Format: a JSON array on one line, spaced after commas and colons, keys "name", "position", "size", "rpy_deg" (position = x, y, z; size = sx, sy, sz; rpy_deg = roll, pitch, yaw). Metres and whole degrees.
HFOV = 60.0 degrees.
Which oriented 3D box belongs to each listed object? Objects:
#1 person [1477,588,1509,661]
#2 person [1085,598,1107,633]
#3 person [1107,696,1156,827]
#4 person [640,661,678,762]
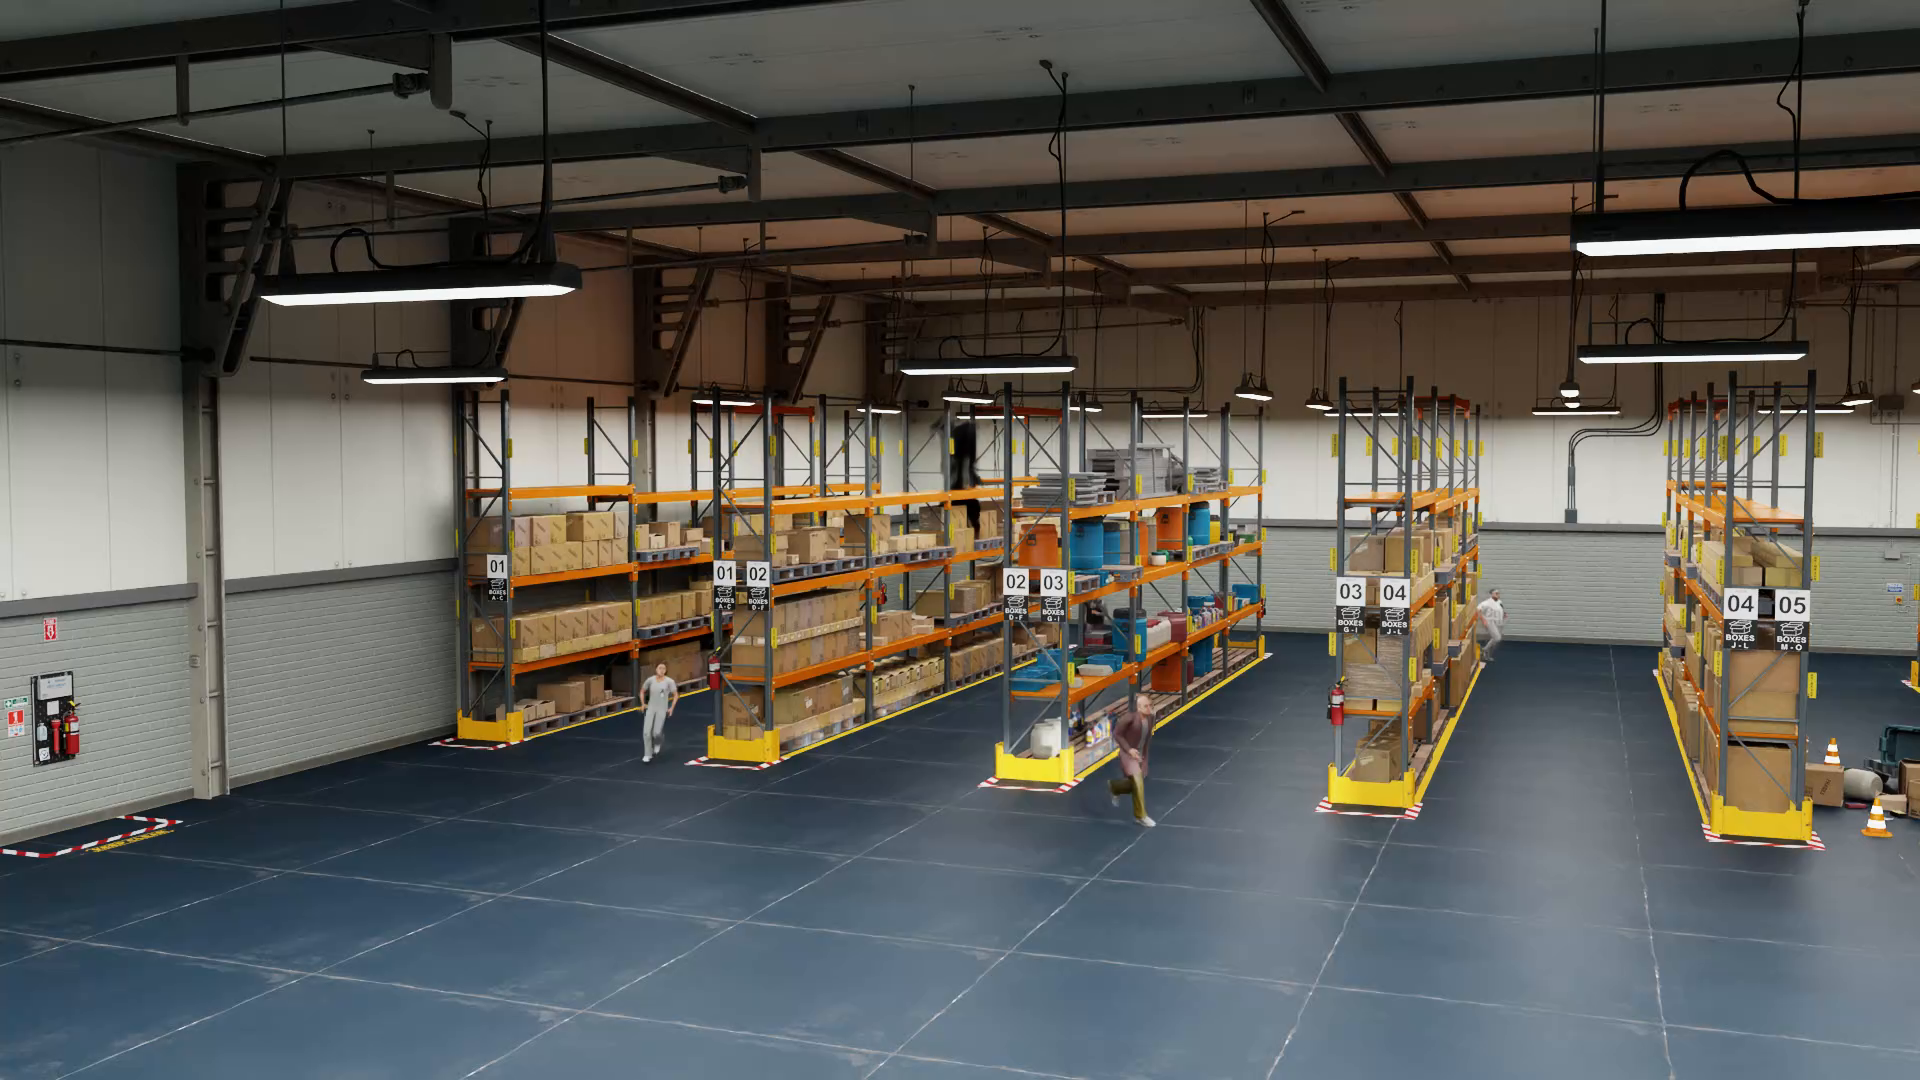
[{"name": "person", "position": [12.543, 1.977, 39.038], "size": [0.660, 1.736, 0.644], "rpy_deg": [-2, 4, -32]}, {"name": "person", "position": [3.151, 1.989, 39.113], "size": [0.683, 1.703, 0.806], "rpy_deg": [1, 3, 22]}, {"name": "person", "position": [2.258, 2.927, 22.302], "size": [0.686, 1.725, 0.923], "rpy_deg": [-2, 4, -33]}, {"name": "person", "position": [-4.836, 2.732, 26.683], "size": [0.596, 1.616, 0.552], "rpy_deg": [0, 3, 0]}]
